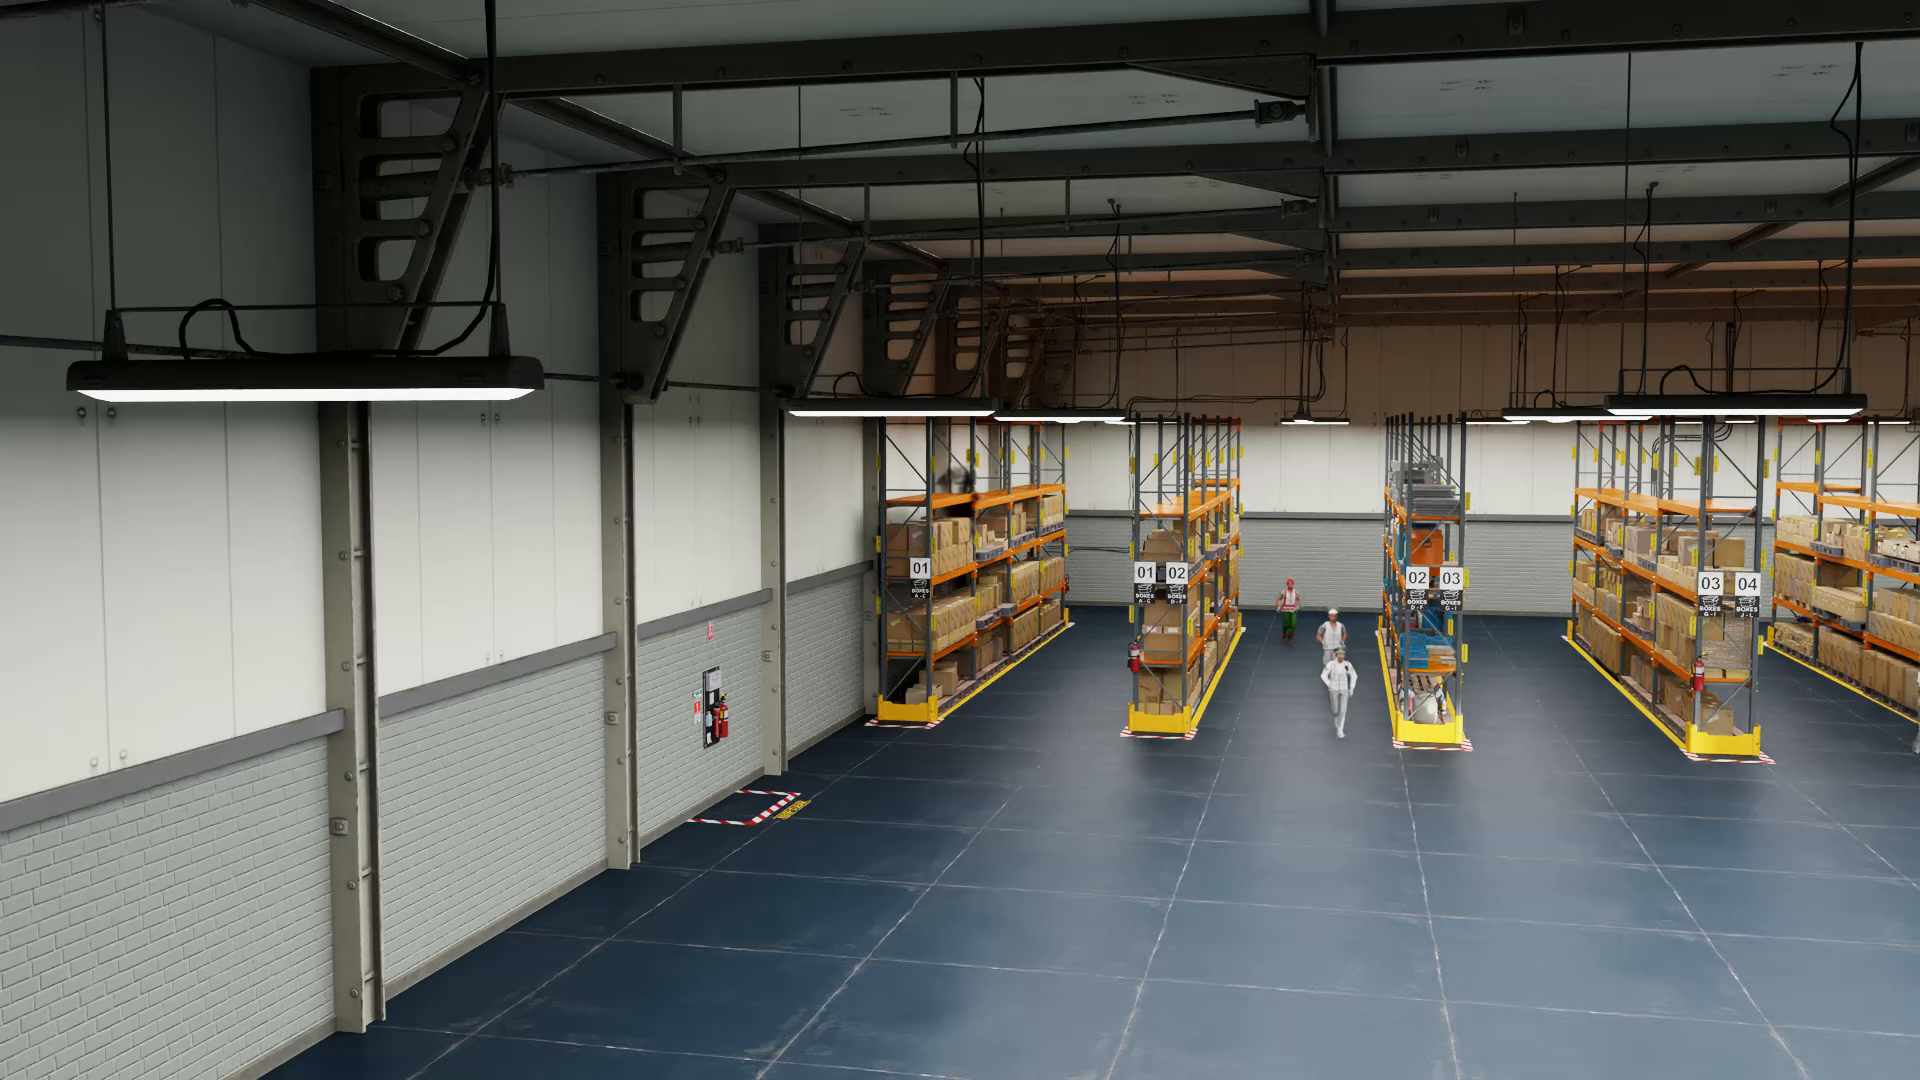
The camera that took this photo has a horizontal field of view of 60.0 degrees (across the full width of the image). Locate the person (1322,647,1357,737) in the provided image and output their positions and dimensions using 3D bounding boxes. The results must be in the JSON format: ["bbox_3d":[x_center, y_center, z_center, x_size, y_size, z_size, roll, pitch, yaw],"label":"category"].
[{"bbox_3d":[7.073,2.810,31.009,0.657,1.678,0.624,1,4,11],"label":"person"}]

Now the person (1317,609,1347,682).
[{"bbox_3d":[8.090,2.386,36.131,0.667,1.763,0.860,0,4,2],"label":"person"}]

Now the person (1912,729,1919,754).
[{"bbox_3d":[16.894,2.889,28.623,0.751,1.783,0.885,0,4,1],"label":"person"}]

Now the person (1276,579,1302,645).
[{"bbox_3d":[8.699,1.891,43.865,0.660,1.737,0.595,0,4,2],"label":"person"}]

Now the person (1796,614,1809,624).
[{"bbox_3d":[22.680,1.930,44.420,0.444,1.583,0.640,3,5,36],"label":"person"}]
